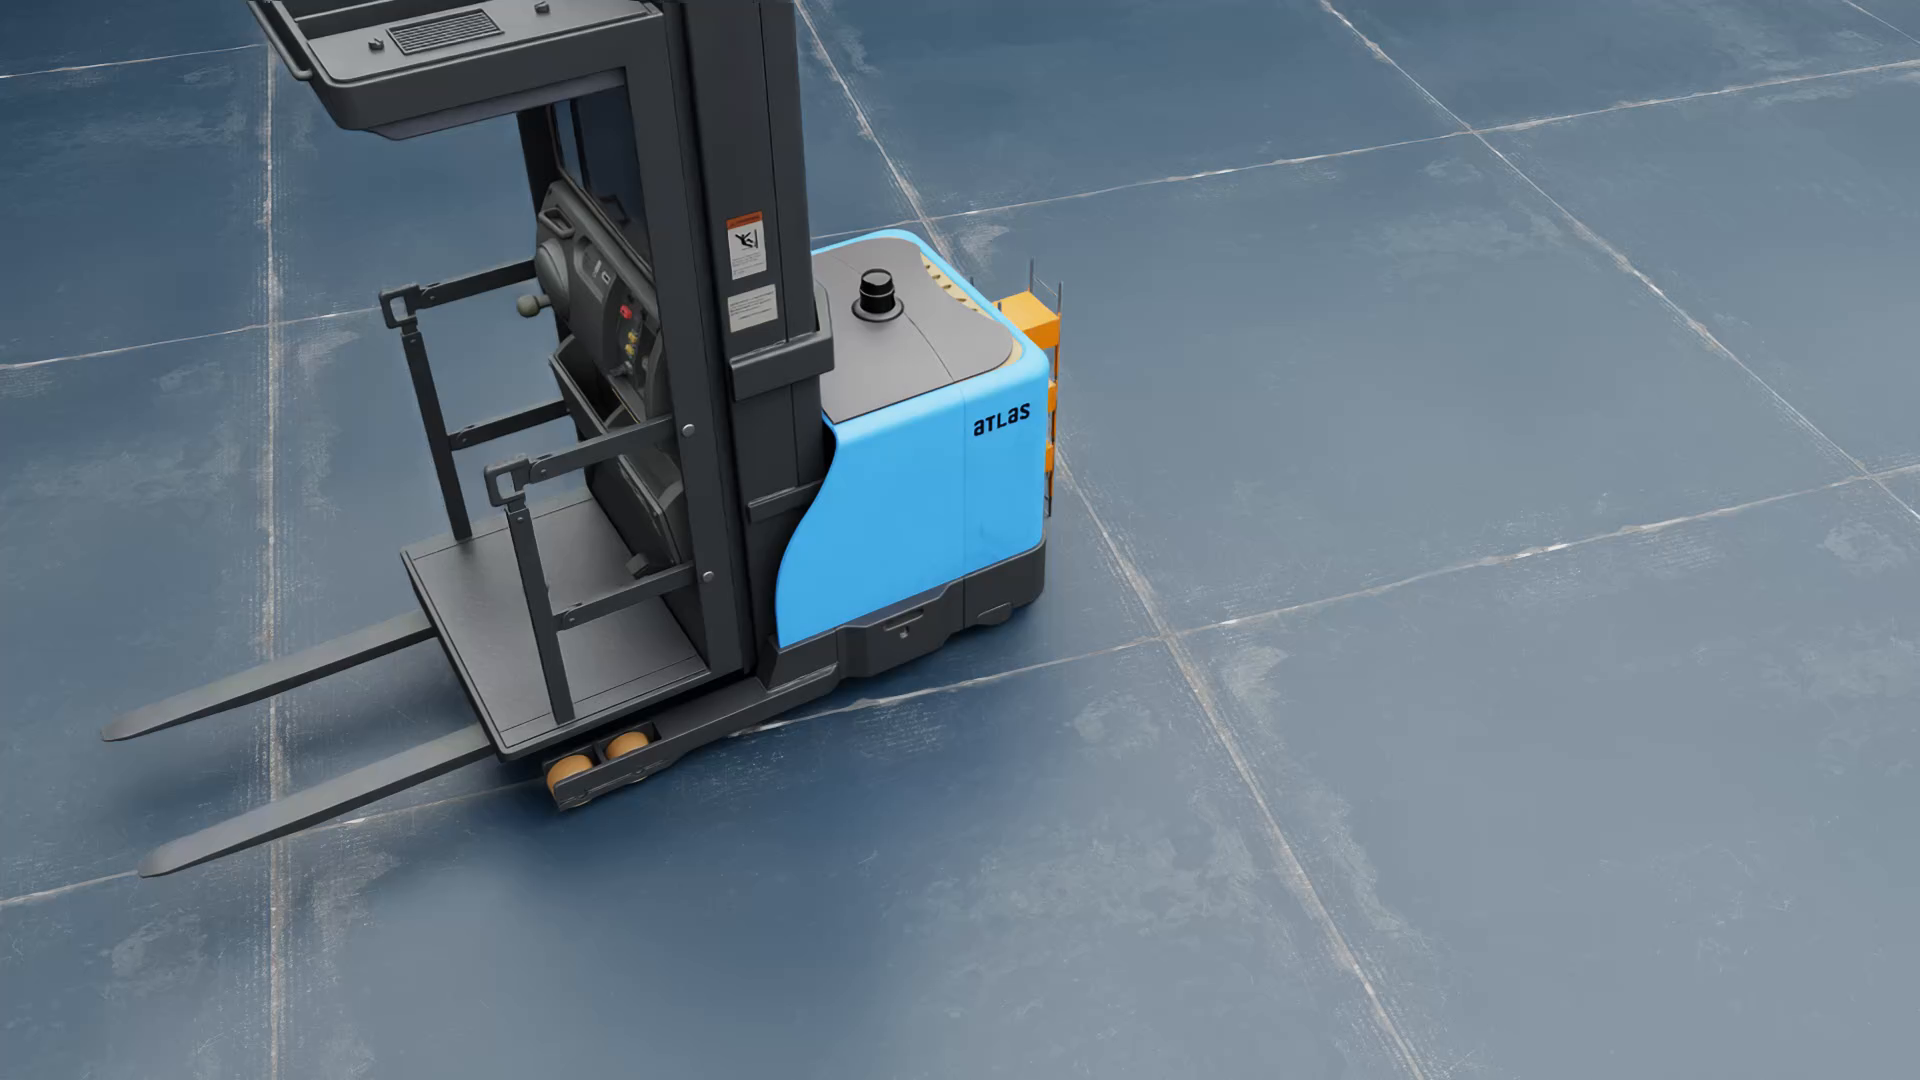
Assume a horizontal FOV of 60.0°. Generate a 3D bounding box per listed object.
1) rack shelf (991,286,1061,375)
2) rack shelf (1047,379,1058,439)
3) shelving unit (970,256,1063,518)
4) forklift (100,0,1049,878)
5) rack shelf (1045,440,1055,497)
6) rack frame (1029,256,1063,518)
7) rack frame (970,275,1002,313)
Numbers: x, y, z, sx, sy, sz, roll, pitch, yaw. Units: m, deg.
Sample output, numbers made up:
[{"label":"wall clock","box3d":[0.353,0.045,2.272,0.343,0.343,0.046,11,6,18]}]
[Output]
[{"label":"rack shelf","box3d":[0.192,-0.701,5.839,0.240,0.259,0.215,-21,45,-22]},{"label":"rack shelf","box3d":[0.192,-0.487,6.026,0.240,0.259,0.215,-21,45,-22]},{"label":"shelving unit","box3d":[0.192,-0.495,6.019,0.252,1.050,0.215,-21,45,-22]},{"label":"forklift","box3d":[-1.231,-0.657,4.774,3.031,2.935,1.130,-21,45,-22]},{"label":"rack shelf","box3d":[0.192,-0.278,6.209,0.240,0.259,0.215,-21,45,-22]},{"label":"rack frame","box3d":[0.297,-0.536,6.065,0.008,1.050,0.200,-21,45,-22]},{"label":"rack frame","box3d":[0.087,-0.454,5.972,0.008,1.050,0.200,-21,45,-22]}]
